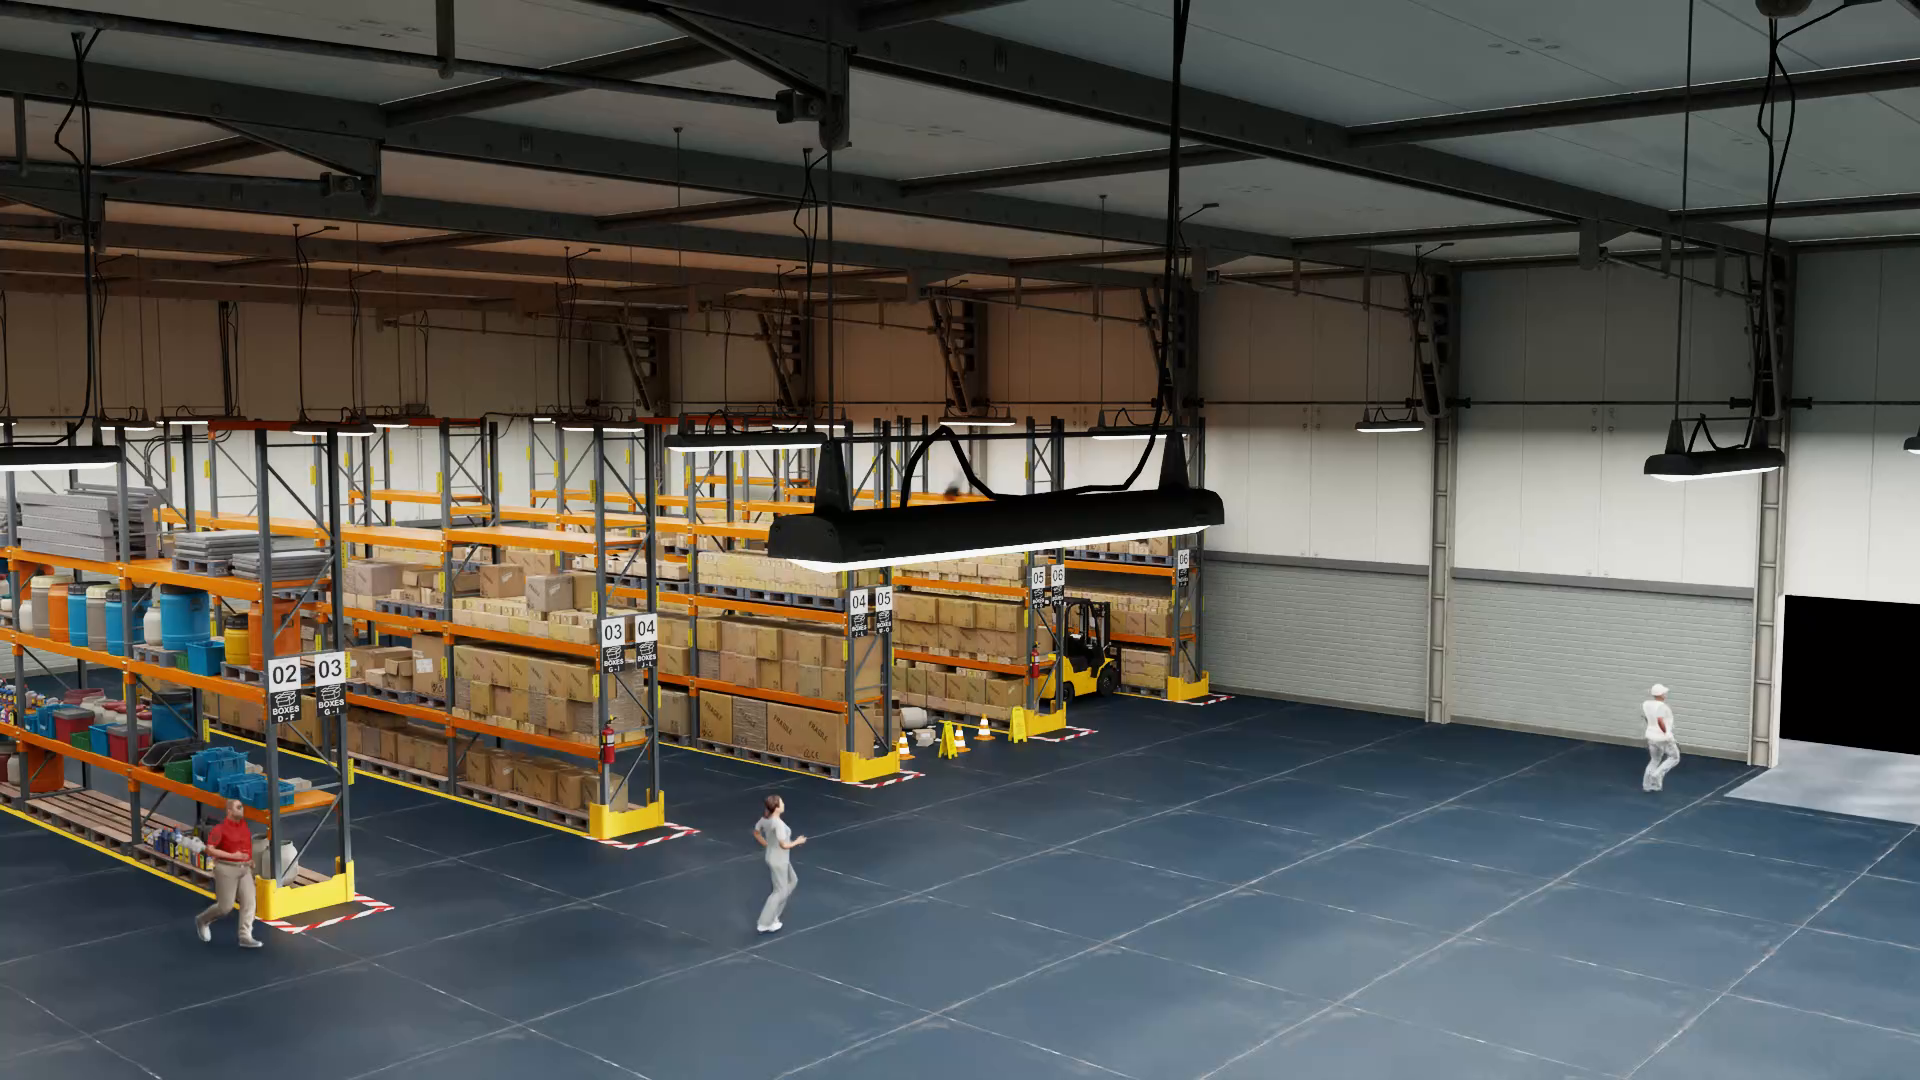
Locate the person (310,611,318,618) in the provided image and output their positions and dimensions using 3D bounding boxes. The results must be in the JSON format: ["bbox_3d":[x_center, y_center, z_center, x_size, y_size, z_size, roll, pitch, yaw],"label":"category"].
[{"bbox_3d":[-14.833,2.357,37.939,0.650,1.634,0.782,1,5,10],"label":"person"}]

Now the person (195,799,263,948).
[{"bbox_3d":[-8.448,3.872,19.409,0.901,1.679,0.718,2,5,22],"label":"person"}]

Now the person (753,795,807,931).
[{"bbox_3d":[-2.147,3.849,19.887,0.616,1.656,0.548,-2,5,-27],"label":"person"}]

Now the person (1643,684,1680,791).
[{"bbox_3d":[11.404,3.203,27.004,0.624,1.737,0.670,-1,5,-15],"label":"person"}]
